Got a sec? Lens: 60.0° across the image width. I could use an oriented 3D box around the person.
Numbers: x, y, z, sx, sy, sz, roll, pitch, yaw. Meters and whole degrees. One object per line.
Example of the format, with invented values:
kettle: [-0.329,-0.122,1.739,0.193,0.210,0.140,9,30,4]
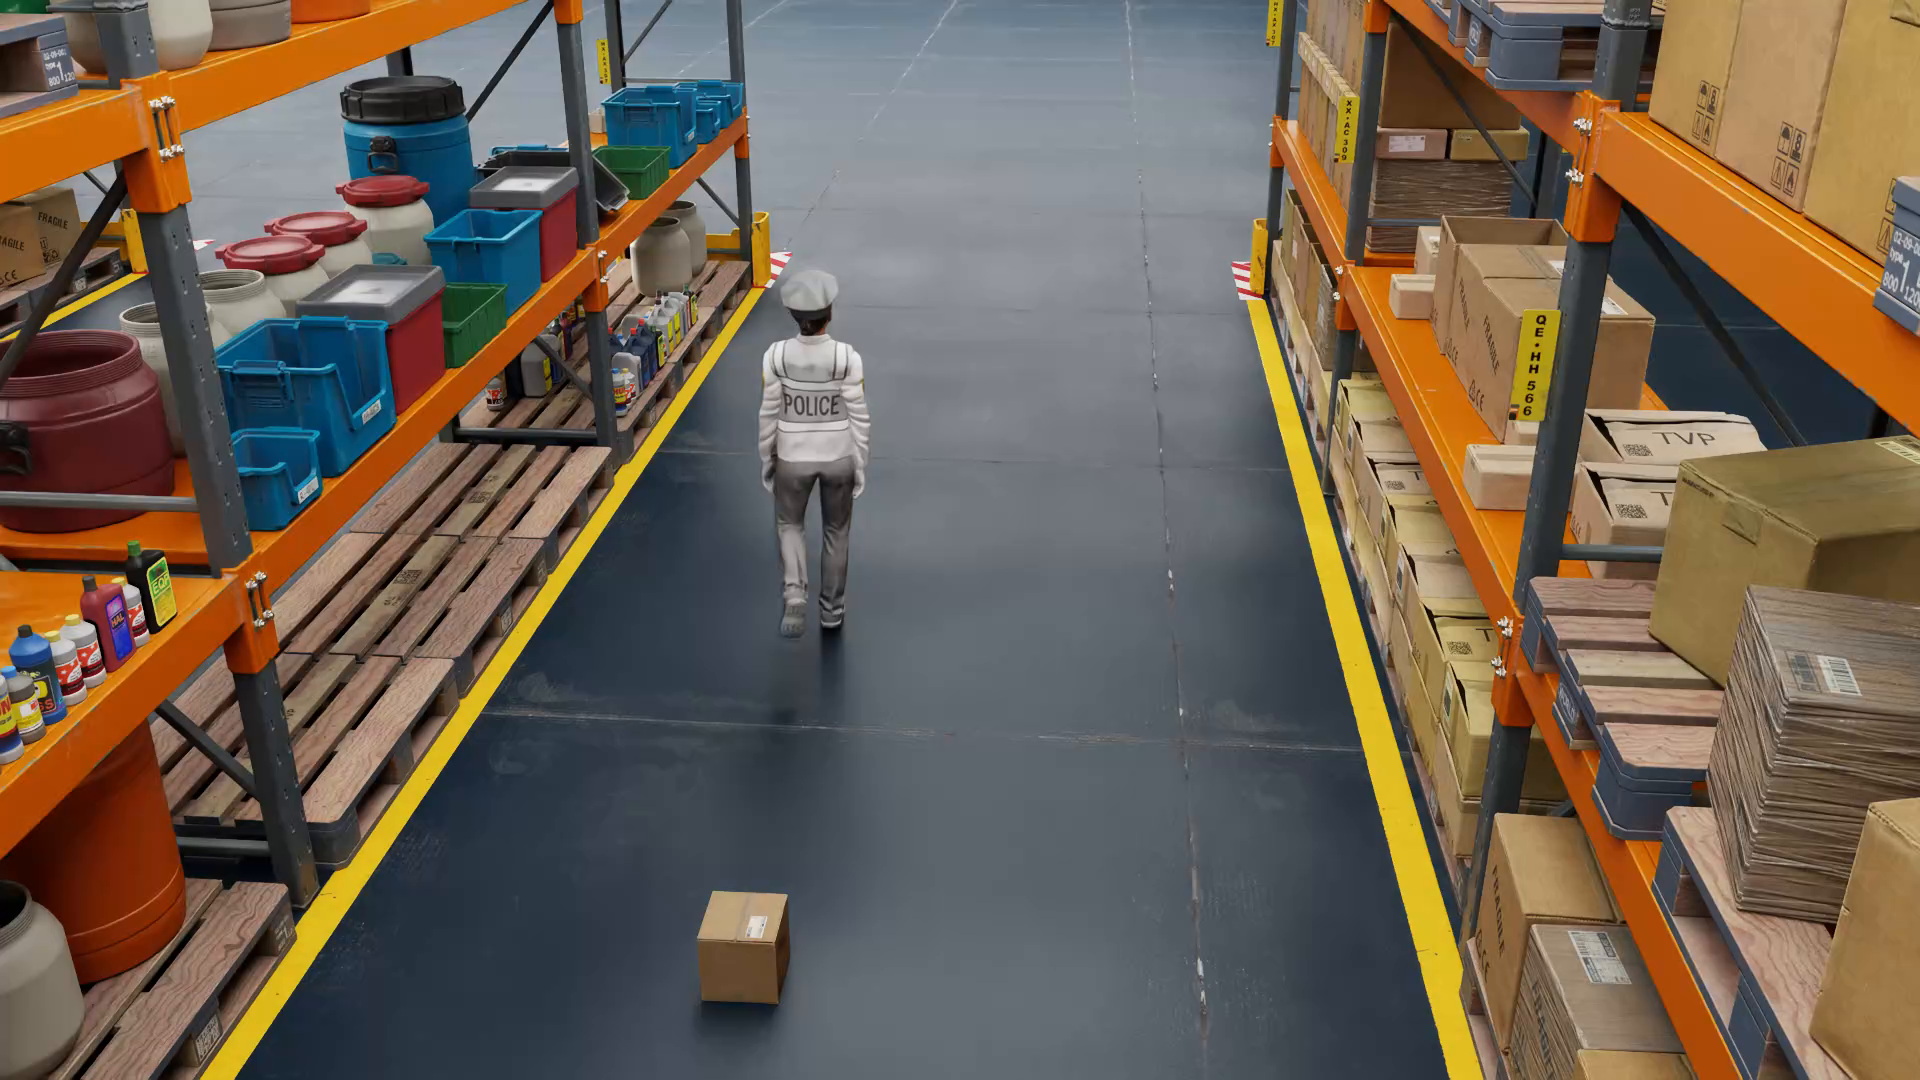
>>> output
person: [-0.635,-0.349,7.277,0.493,1.671,0.546,-1,25,-1]
